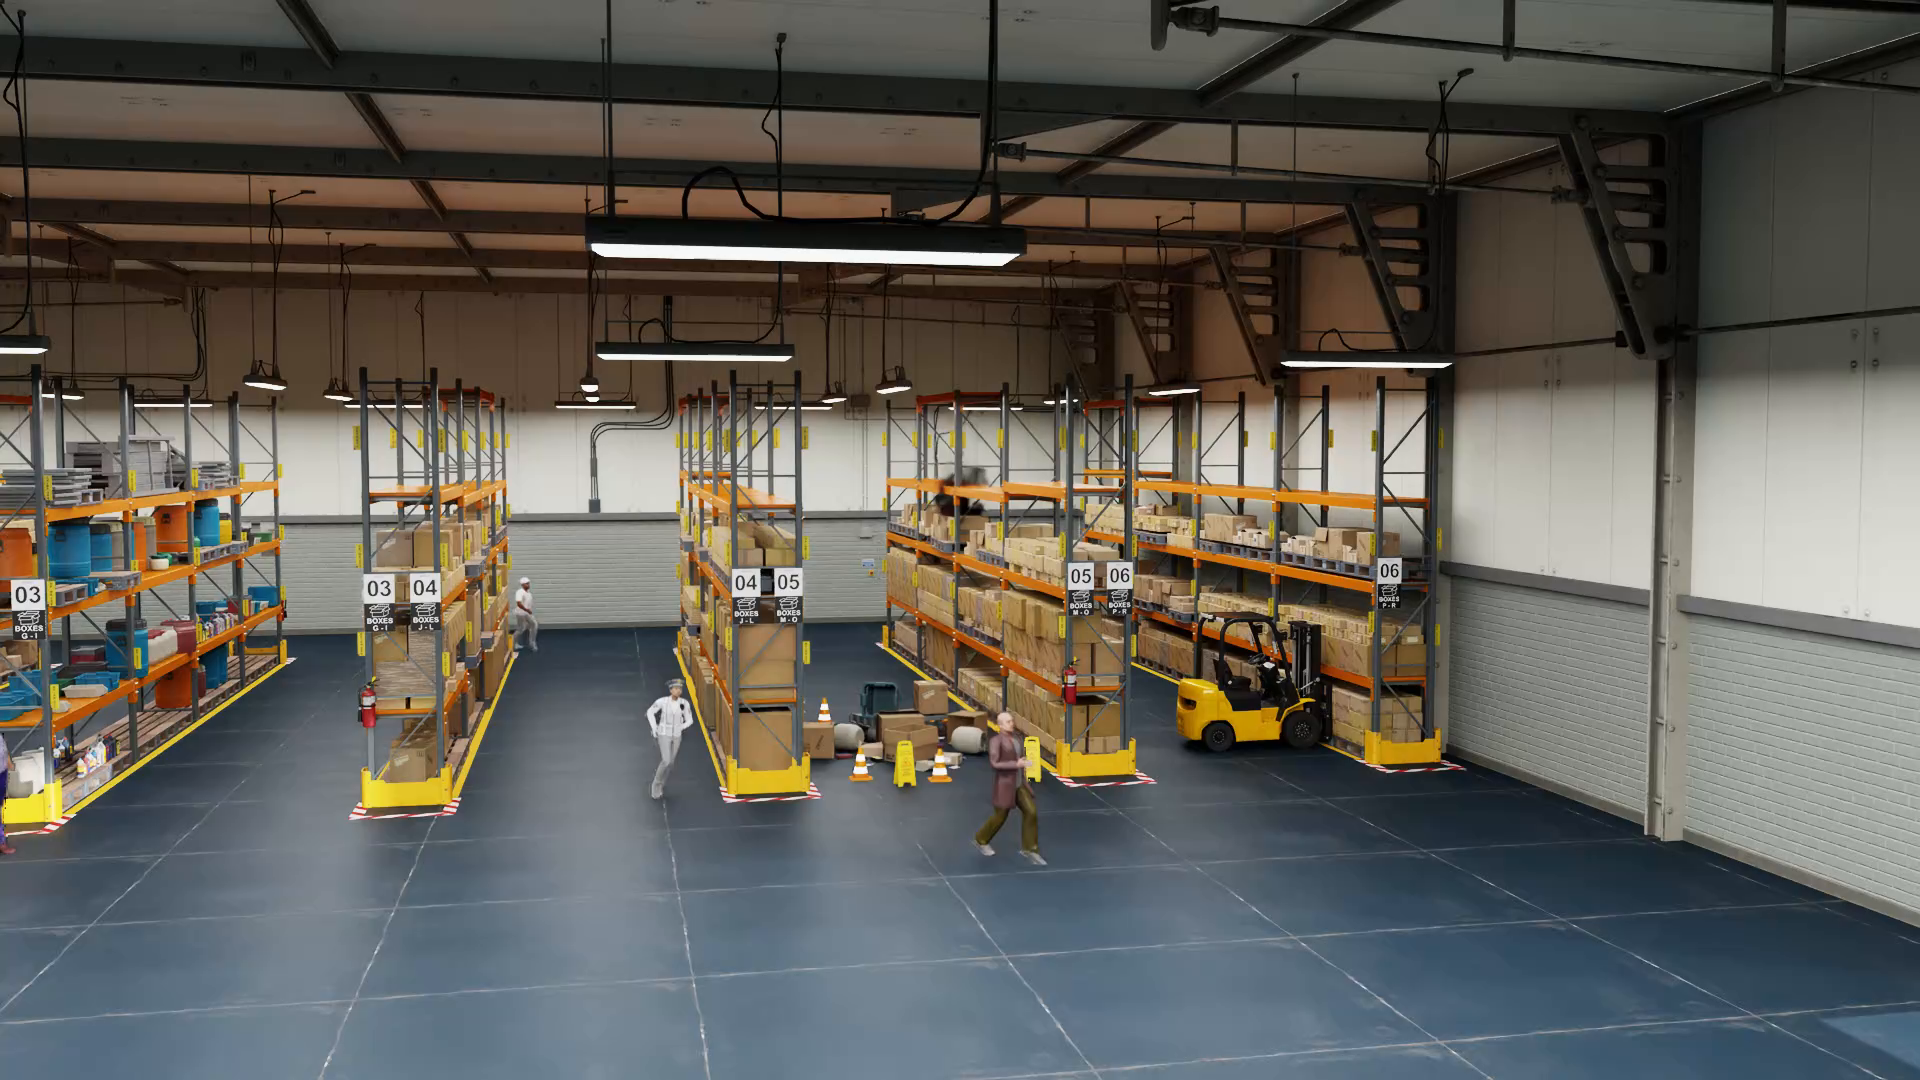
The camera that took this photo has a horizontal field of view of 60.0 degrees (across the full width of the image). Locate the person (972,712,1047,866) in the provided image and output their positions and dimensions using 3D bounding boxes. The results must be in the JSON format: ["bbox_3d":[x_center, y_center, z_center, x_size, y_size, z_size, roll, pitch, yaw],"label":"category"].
[{"bbox_3d":[0.593,2.948,19.788,0.973,1.811,0.729,3,4,40],"label":"person"}]

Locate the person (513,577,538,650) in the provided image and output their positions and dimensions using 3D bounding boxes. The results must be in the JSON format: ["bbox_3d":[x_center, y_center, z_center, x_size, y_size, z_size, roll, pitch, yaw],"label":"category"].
[{"bbox_3d":[-10.474,1.794,39.737,0.697,1.807,0.739,1,4,15],"label":"person"}]

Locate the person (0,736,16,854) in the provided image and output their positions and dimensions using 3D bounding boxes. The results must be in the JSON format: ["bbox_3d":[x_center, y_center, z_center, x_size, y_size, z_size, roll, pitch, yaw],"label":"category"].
[{"bbox_3d":[-11.844,2.961,20.240,0.856,1.641,0.617,1,4,17],"label":"person"}]

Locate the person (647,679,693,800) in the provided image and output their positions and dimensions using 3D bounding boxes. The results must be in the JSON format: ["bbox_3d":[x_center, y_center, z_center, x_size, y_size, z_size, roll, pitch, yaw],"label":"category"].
[{"bbox_3d":[-4.066,2.787,23.406,0.610,1.686,0.617,-2,4,-29],"label":"person"}]

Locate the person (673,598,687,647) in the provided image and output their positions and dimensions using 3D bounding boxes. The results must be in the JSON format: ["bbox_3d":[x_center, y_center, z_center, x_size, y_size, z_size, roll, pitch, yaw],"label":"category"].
[{"bbox_3d":[-6.517,1.675,40.500,1.007,1.773,0.694,-1,3,-14],"label":"person"}]
